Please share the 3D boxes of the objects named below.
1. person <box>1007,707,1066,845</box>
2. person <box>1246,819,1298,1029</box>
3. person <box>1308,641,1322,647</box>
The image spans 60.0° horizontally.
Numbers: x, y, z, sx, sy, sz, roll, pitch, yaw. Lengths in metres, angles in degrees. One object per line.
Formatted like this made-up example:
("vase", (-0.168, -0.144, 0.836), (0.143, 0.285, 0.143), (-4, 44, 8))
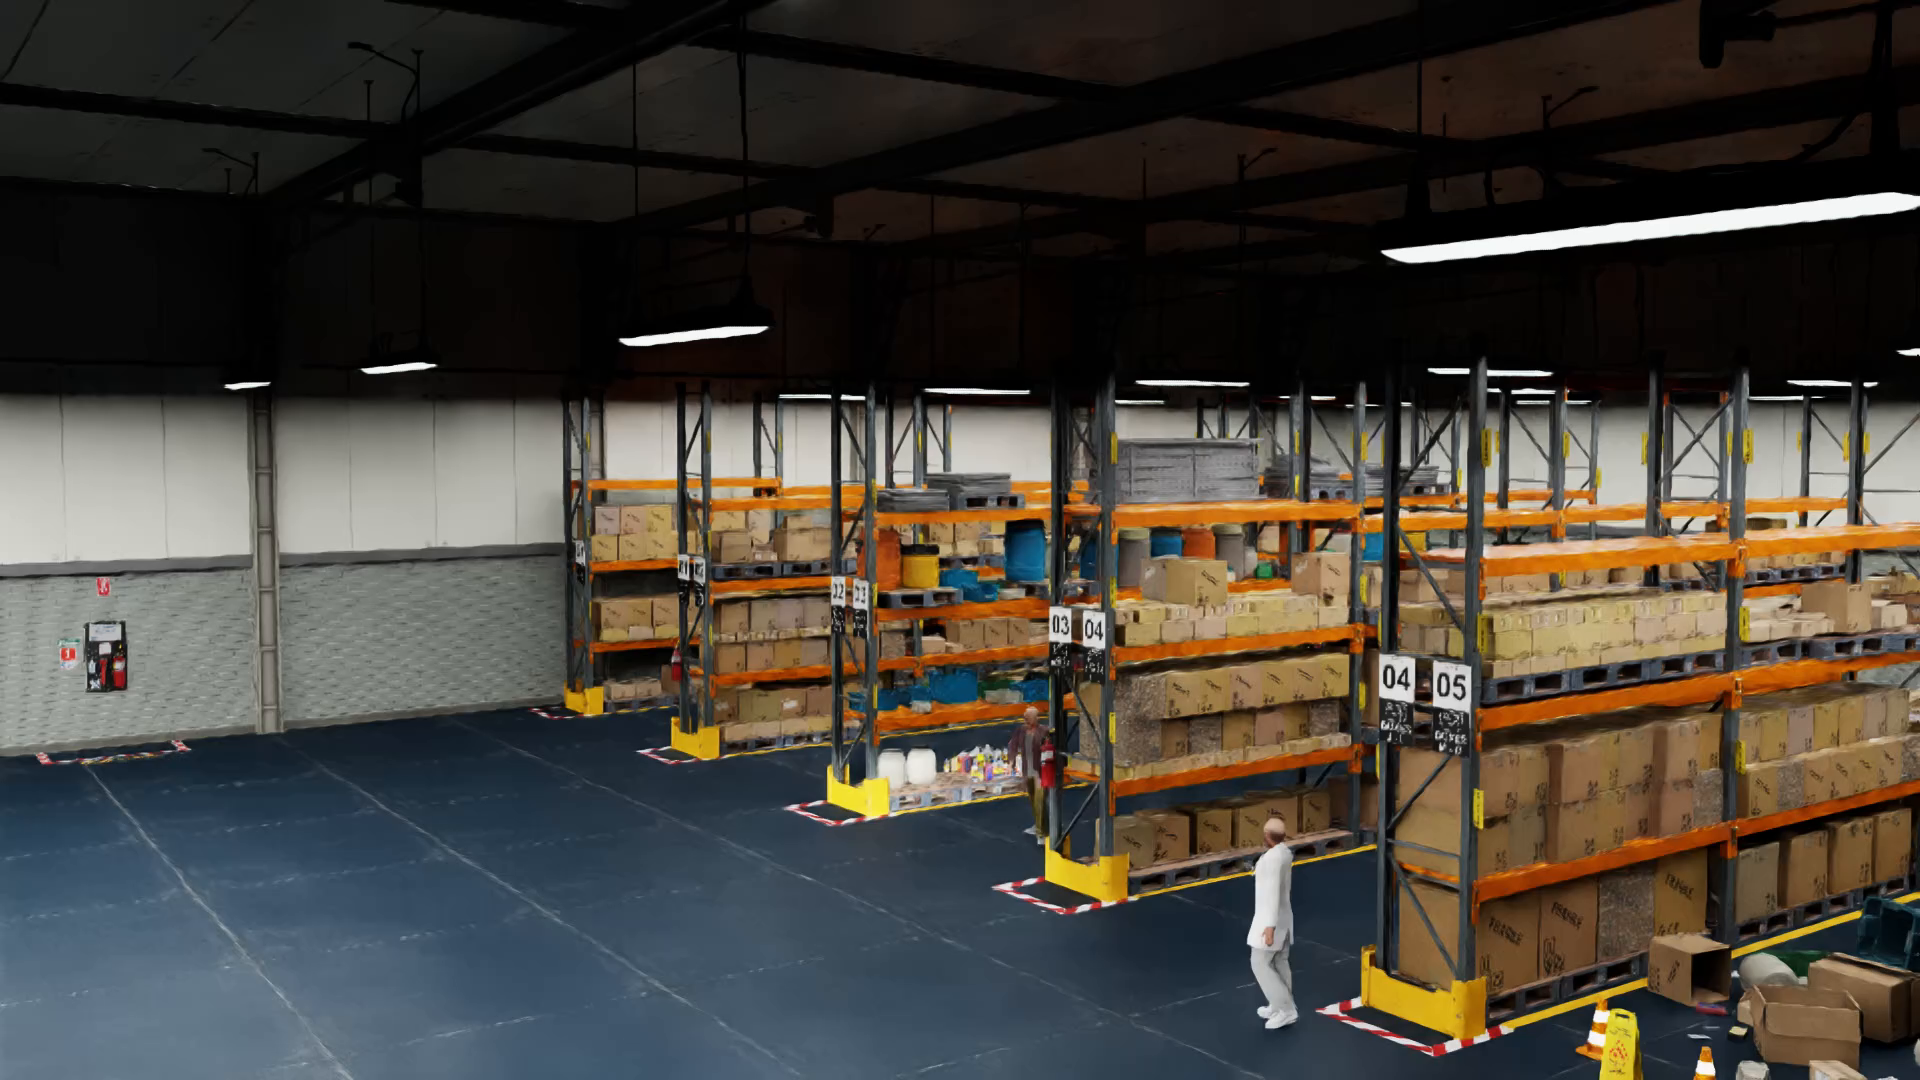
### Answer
("person", (0.983, 2.946, 21.061), (0.737, 1.717, 0.866), (3, 5, 38))
("person", (2.753, 3.332, 14.536), (0.454, 1.773, 0.687), (2, 4, 23))
("person", (6.497, 2.386, 30.079), (0.578, 1.714, 0.719), (-3, 5, -36))
